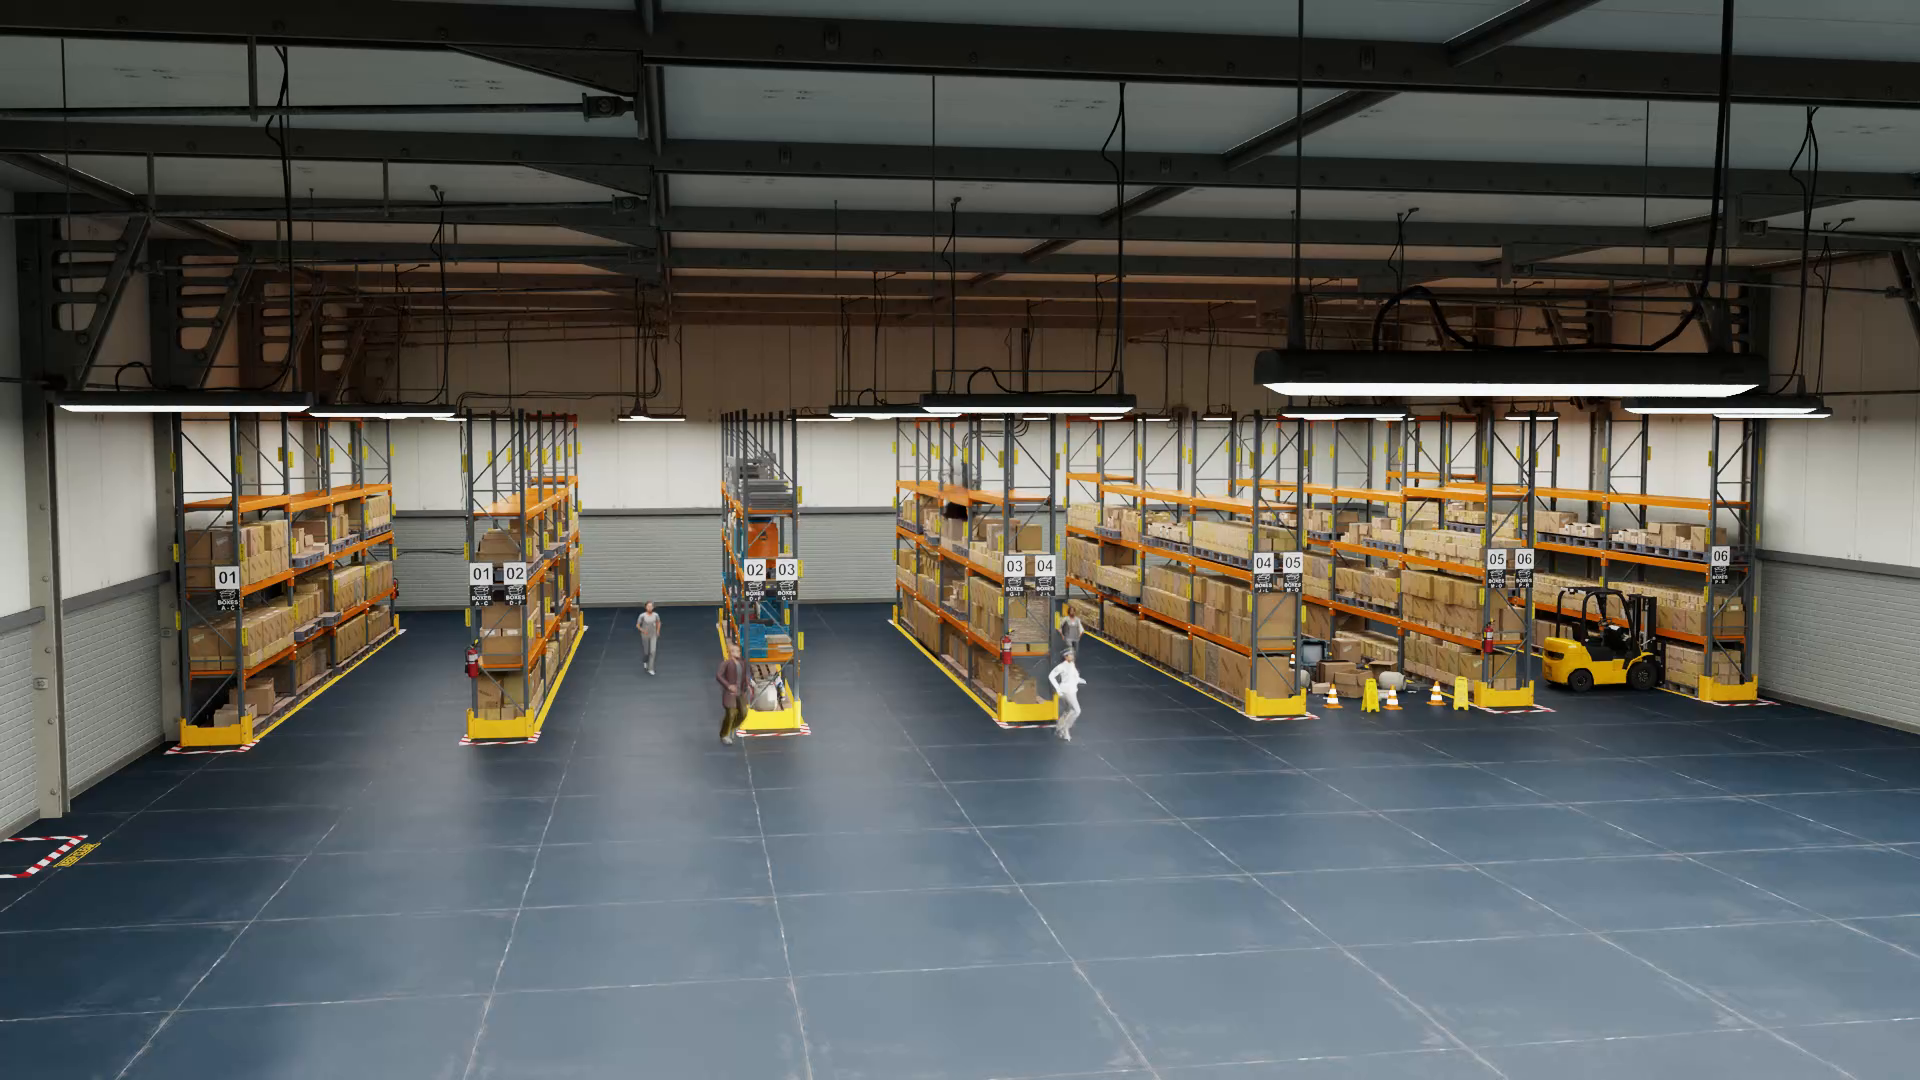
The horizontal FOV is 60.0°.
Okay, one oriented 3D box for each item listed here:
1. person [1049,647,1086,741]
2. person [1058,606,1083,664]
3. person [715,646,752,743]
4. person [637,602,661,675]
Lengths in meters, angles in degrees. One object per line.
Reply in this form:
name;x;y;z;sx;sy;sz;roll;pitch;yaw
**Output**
person;1.983;2.778;30.100;0.666;1.688;0.585;2;5;31
person;2.517;2.290;37.833;0.565;1.577;0.823;-1;4;-17
person;-4.035;2.775;29.936;0.562;1.731;0.790;4;5;43
person;-7.153;2.237;38.254;0.572;1.658;0.822;-1;4;-20
